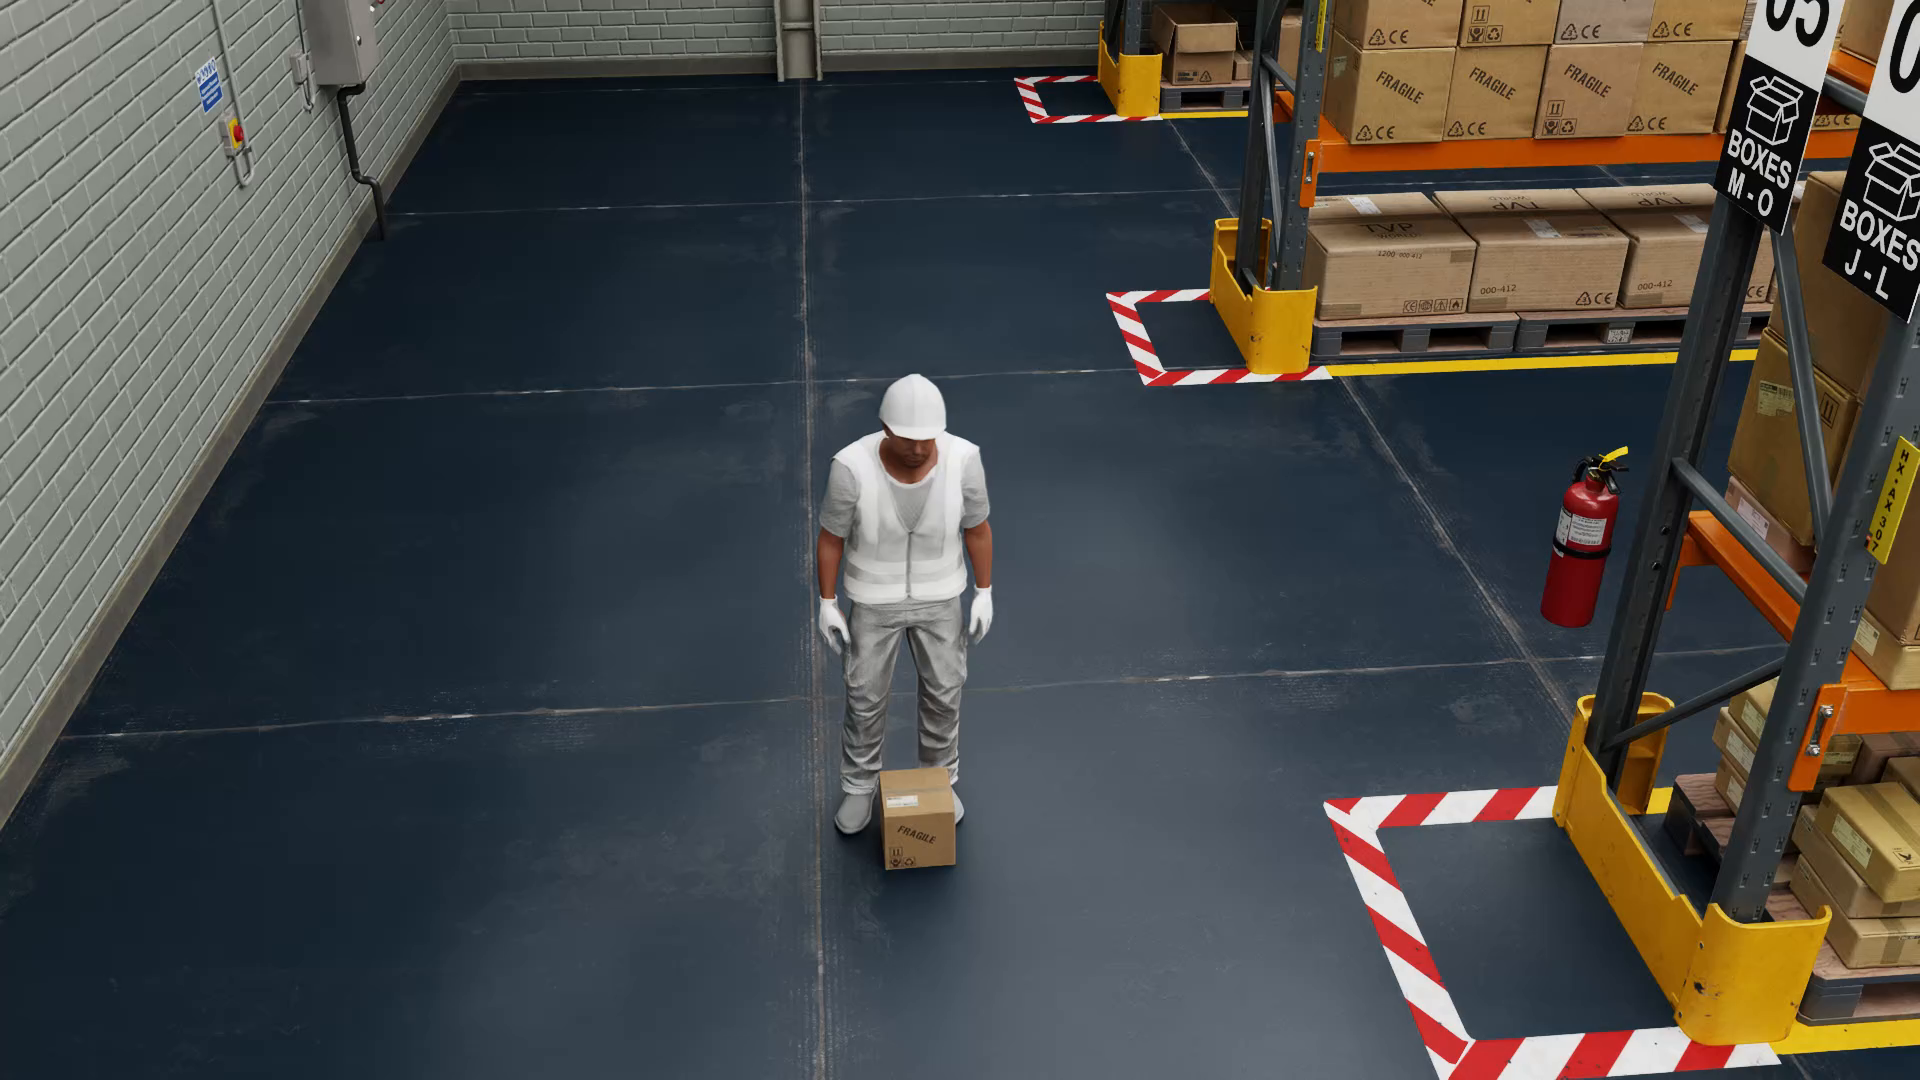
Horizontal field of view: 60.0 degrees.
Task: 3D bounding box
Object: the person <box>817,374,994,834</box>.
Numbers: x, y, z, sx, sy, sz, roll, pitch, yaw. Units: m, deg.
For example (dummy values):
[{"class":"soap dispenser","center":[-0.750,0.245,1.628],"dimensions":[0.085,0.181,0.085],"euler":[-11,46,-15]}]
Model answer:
[{"class":"person","center":[-0.186,0.220,5.755],"dimensions":[0.617,1.772,0.452],"euler":[-4,31,-7]}]
